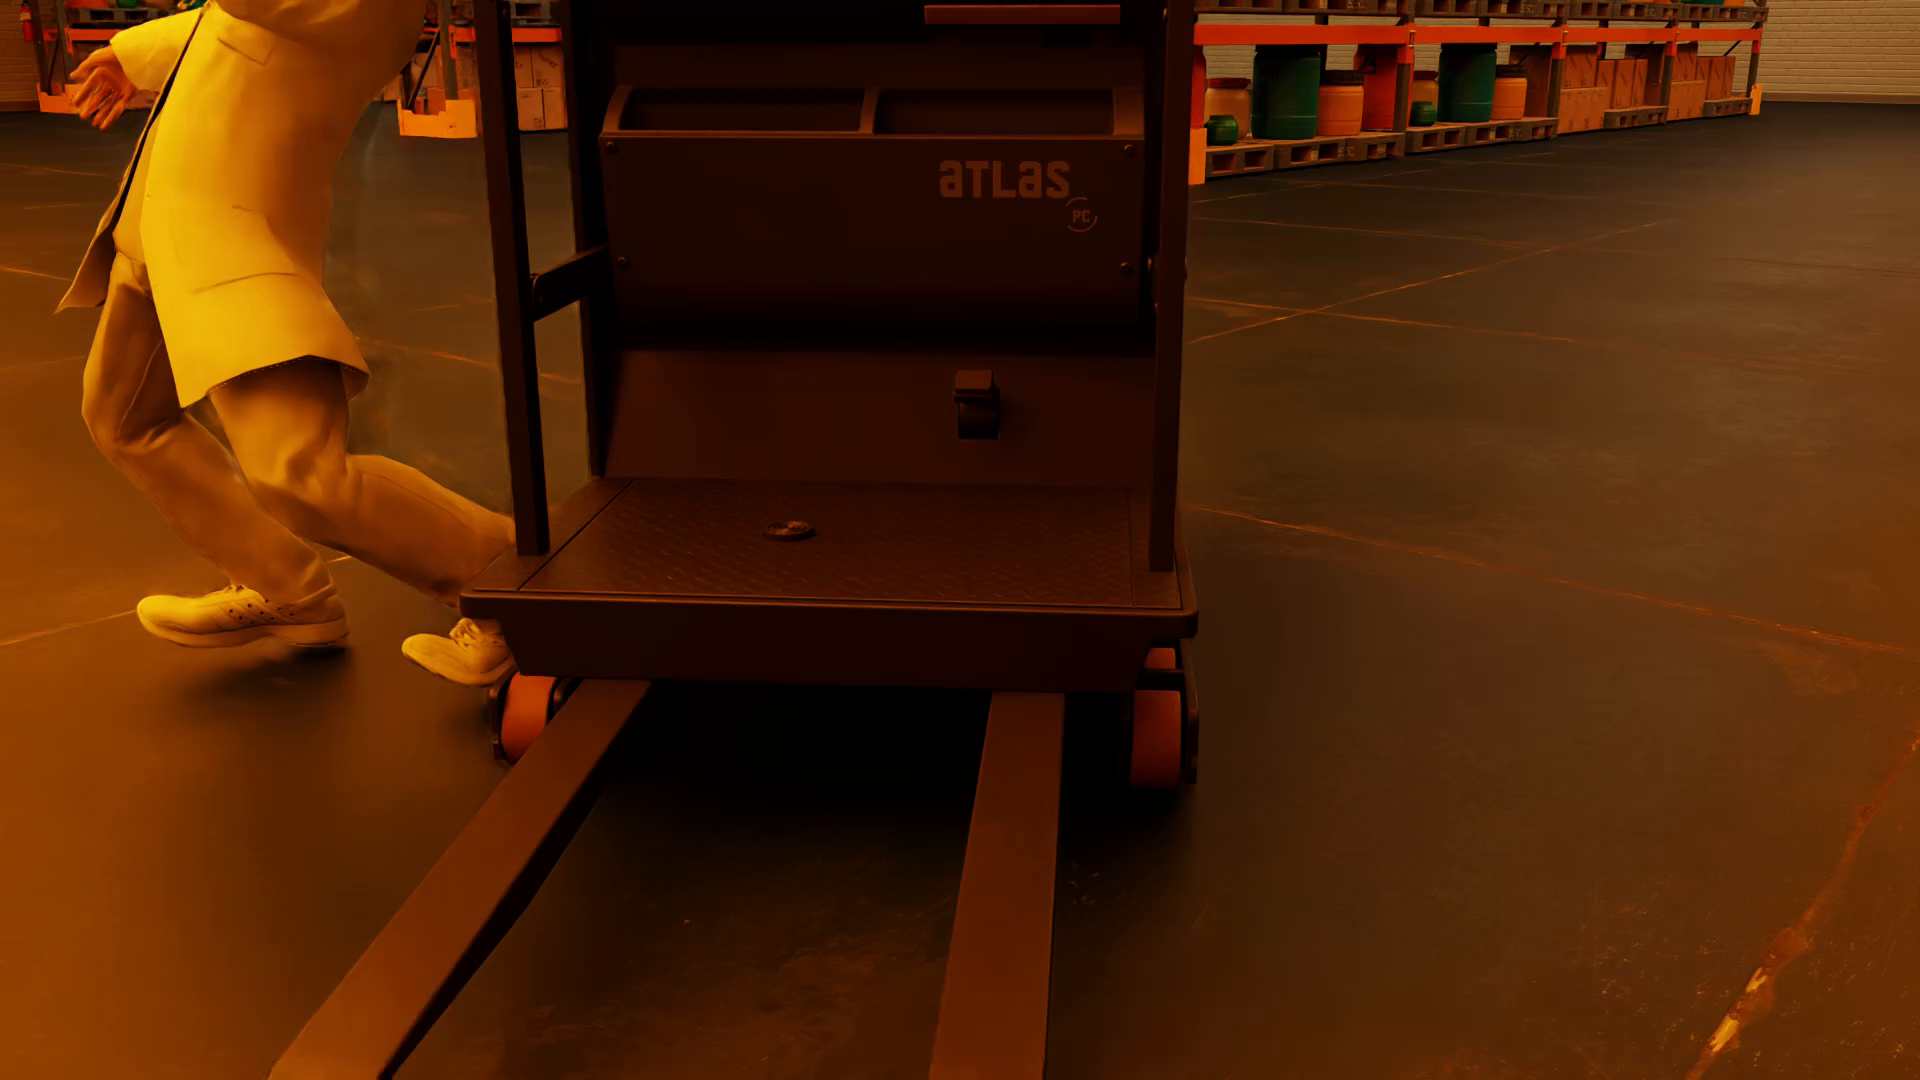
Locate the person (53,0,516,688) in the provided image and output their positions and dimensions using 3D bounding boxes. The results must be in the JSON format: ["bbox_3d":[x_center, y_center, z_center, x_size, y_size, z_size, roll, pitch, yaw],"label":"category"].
[{"bbox_3d":[-1.268,-0.517,2.966,0.811,1.508,1.070,-13,21,-37],"label":"person"}]

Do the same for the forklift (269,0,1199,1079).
[{"bbox_3d":[-0.164,-1.104,2.534,1.130,2.935,3.031,1,17,4],"label":"forklift"}]
